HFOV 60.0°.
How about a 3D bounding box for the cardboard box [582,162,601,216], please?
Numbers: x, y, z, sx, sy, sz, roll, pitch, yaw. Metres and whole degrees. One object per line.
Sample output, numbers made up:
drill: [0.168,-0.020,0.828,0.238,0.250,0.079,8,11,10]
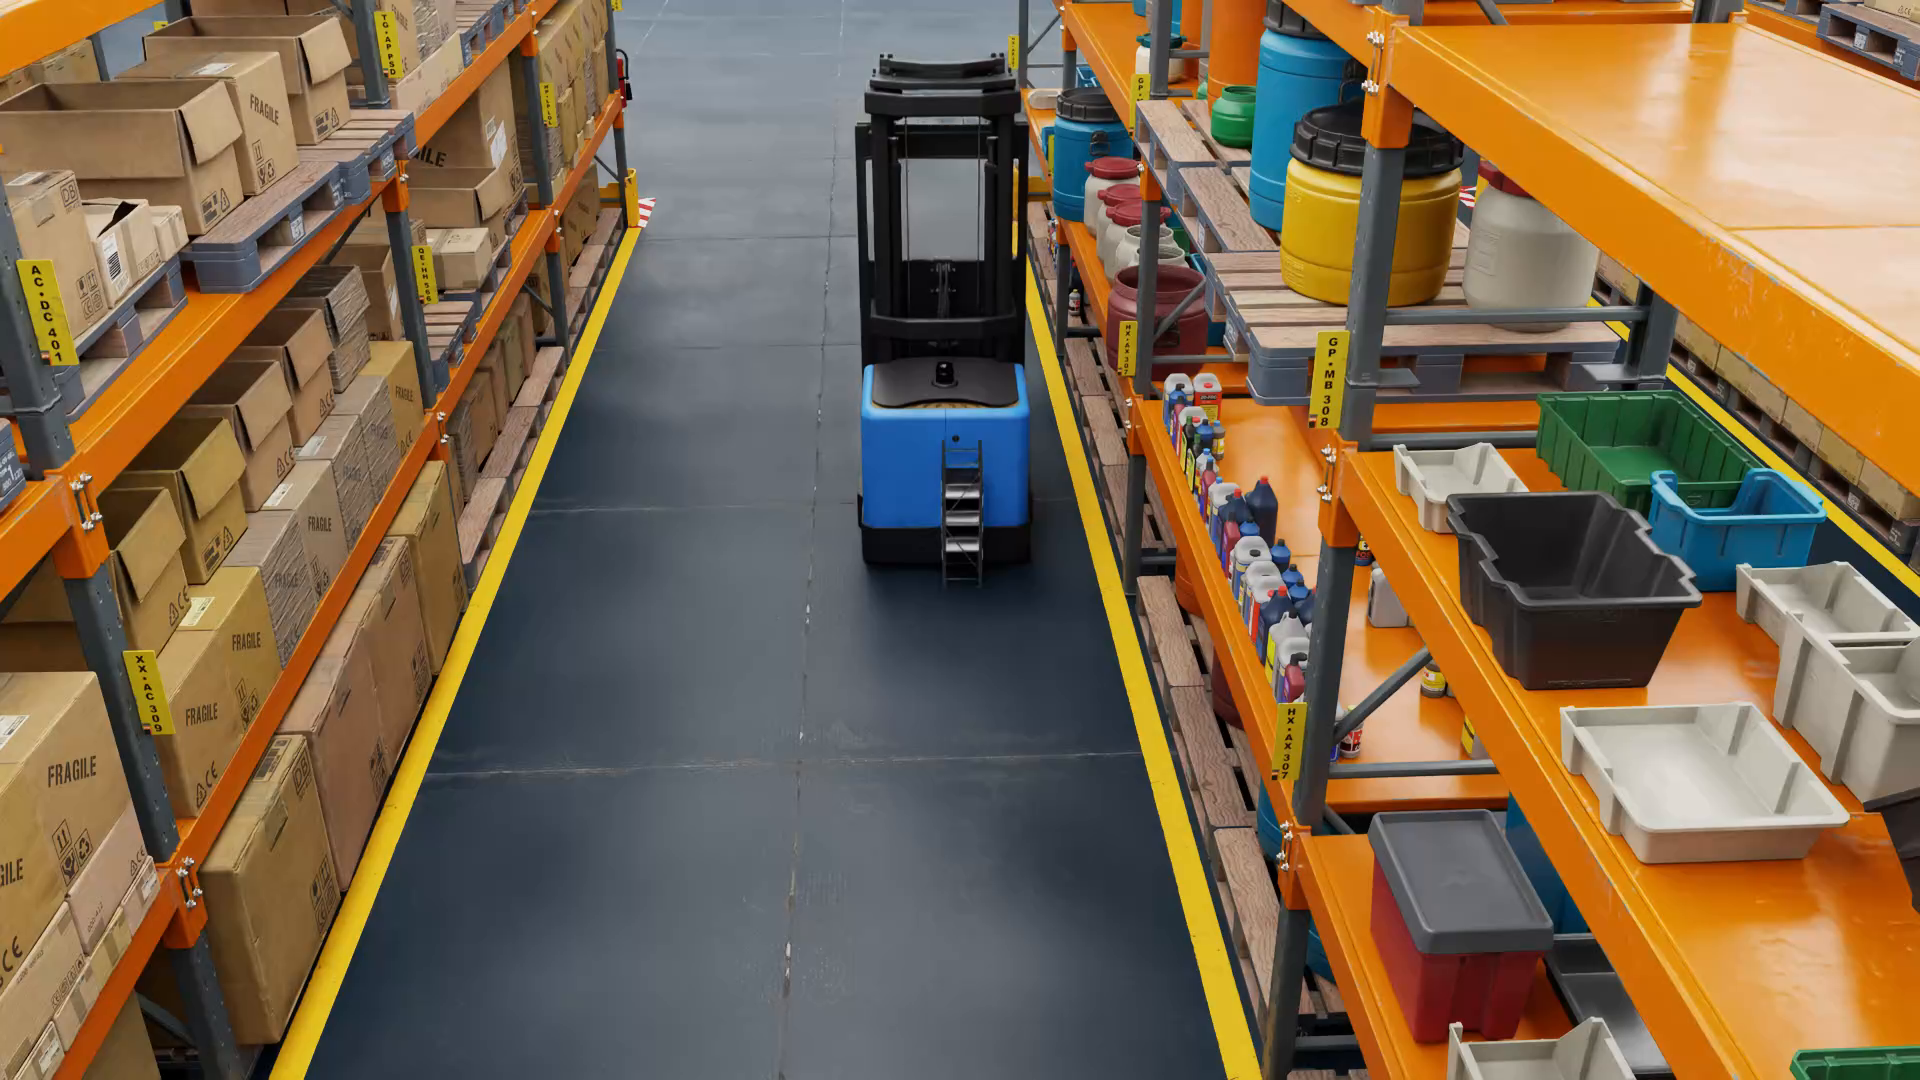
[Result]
cardboard box: [-3.852,-3.390,16.255,0.500,0.500,0.500,4,28,7]

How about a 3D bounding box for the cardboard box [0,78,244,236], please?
cardboard box: [-3.322,-1.526,6.622,0.797,0.503,0.637,-2,28,-3]

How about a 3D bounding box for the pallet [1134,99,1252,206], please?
pallet: [1.438,-1.917,8.142,1.003,0.211,1.213,-1,28,-3]

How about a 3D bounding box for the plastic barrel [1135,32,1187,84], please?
plastic barrel: [1.197,-2.877,9.927,0.301,0.262,0.301,0,28,0]

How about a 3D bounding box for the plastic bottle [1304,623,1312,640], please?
plastic bottle: [1.474,0.423,6.749,0.144,0.351,0.185,-1,28,-3]

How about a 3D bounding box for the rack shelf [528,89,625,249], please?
rack shelf: [-3.763,-3.359,14.724,1.077,0.370,4.000,-1,28,-3]

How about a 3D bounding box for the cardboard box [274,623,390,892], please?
cardboard box: [-3.342,0.989,7.454,1.225,0.875,0.875,-2,28,-4]

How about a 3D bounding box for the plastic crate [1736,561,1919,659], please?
plastic crate: [2.151,0.186,4.191,0.293,0.136,0.466,-1,28,-3]

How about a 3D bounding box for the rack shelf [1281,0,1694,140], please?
rack shelf: [1.601,-2.266,6.575,1.077,0.370,4.000,-1,28,-3]

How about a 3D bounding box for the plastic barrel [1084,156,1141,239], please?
plastic barrel: [1.118,-2.487,12.127,0.433,0.535,0.433,0,28,0]

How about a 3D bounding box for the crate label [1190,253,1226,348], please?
crate label: [1.714,-1.507,10.358,0.502,0.435,0.616,-1,28,-3]

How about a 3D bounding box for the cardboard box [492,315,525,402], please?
cardboard box: [-3.642,-1.336,12.295,0.700,0.500,0.500,-2,28,-3]

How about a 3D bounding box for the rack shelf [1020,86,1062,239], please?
rack shelf: [1.183,-3.478,14.953,1.077,0.370,4.000,-1,28,-3]

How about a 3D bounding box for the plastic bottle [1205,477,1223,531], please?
plastic bottle: [1.235,-0.174,7.979,0.097,0.271,0.097,0,28,0]

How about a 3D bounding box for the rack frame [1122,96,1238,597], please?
rack frame: [1.496,-1.026,9.474,1.000,3.000,0.127,-1,28,-3]

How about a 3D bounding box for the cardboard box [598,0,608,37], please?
cardboard box: [-3.592,-4.973,15.529,0.500,0.500,0.500,-1,28,-3]

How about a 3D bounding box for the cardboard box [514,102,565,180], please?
cardboard box: [-3.621,-3.139,13.096,0.875,0.500,0.500,-1,28,-3]

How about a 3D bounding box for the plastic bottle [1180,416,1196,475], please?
plastic bottle: [1.181,-0.490,8.572,0.061,0.283,0.133,-1,28,-3]

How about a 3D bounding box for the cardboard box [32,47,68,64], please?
cardboard box: [-8.725,-4.649,15.091,0.875,0.550,0.550,-1,28,-3]

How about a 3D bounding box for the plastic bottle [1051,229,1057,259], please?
plastic bottle: [0.880,-2.703,15.163,0.097,0.271,0.097,0,28,0]

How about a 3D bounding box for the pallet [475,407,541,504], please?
pallet: [-3.550,-0.593,11.659,1.003,0.211,1.213,-1,28,-3]

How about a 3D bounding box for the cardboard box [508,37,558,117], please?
cardboard box: [-3.429,-3.587,12.873,0.500,0.500,0.500,-1,28,-3]

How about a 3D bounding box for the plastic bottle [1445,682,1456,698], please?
plastic bottle: [2.042,0.484,6.712,0.152,0.276,0.135,-1,28,-3]

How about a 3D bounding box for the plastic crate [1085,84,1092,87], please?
plastic crate: [1.432,-4.131,15.587,0.499,0.251,0.408,-1,28,-3]

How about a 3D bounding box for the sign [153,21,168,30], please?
sign: [-3.992,-2.454,8.408,0.100,0.325,0.005,-1,28,-3]

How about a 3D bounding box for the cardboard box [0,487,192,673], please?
cardboard box: [-3.283,0.157,6.013,0.797,0.503,0.637,-2,28,-4]

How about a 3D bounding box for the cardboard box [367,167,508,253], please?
cardboard box: [-3.476,-2.188,11.135,0.797,0.503,0.637,1,28,3]

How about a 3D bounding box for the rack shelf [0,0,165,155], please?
rack shelf: [-3.346,-2.147,6.345,1.077,0.370,4.000,-1,28,-3]

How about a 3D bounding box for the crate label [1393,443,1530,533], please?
crate label: [1.442,-0.159,4.853,0.293,0.136,0.466,-1,28,-3]

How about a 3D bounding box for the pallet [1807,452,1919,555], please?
pallet: [6.439,-0.289,11.076,1.003,0.211,1.213,-1,28,-3]

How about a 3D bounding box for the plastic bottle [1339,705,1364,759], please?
plastic bottle: [1.485,0.723,6.334,0.097,0.201,0.097,0,28,0]

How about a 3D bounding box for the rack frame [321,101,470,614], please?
rack frame: [-3.450,-0.907,9.245,1.000,3.000,0.127,-1,28,-3]

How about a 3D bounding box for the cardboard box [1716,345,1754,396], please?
cardboard box: [6.063,-1.291,12.501,0.500,0.250,0.500,-2,28,-4]

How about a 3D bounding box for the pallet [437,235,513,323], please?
pallet: [-3.594,-1.735,11.040,1.003,0.211,1.213,-1,28,-3]

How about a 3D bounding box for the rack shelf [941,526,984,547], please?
rack shelf: [0.013,-0.041,10.122,0.258,0.077,0.200,-1,28,-1]

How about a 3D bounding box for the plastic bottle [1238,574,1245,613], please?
plastic bottle: [1.276,0.218,7.303,0.097,0.201,0.097,0,28,0]

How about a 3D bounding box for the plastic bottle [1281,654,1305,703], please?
plastic bottle: [1.304,0.593,6.496,0.061,0.283,0.133,-1,28,-3]

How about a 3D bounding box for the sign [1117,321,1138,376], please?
sign: [0.947,-1.082,9.404,0.100,0.325,0.005,-1,28,-3]

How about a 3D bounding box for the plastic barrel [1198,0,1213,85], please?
plastic barrel: [1.670,-2.963,9.402,0.600,0.901,0.600,0,28,0]

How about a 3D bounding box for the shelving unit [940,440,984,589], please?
shelving unit: [0.013,-0.150,10.065,0.258,0.900,0.210,-1,28,-1]

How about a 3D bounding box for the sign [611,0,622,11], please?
sign: [-3.313,-5.259,15.995,0.100,0.325,0.005,-1,28,-3]

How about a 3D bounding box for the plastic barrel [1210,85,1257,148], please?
plastic barrel: [1.322,-1.979,7.770,0.294,0.245,0.294,0,28,0]

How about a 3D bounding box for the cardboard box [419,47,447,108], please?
cardboard box: [-3.247,-2.630,9.468,0.500,0.250,0.500,-1,28,-1]

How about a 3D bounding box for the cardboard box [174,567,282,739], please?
cardboard box: [-3.043,0.446,6.544,0.500,0.500,0.500,-1,28,-3]

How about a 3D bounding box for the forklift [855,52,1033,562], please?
forklift: [-0.118,-1.800,11.032,1.130,2.935,3.031,-1,28,-1]

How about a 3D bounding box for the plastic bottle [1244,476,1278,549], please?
plastic bottle: [1.418,-0.148,7.844,0.144,0.351,0.185,-1,28,-3]

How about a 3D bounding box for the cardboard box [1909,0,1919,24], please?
cardboard box: [6.299,-3.308,10.313,0.500,0.250,0.500,-2,28,-4]

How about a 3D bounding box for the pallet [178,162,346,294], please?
pallet: [-3.302,-1.340,7.037,1.003,0.211,1.213,0,28,0]

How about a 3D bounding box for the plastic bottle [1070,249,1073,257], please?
plastic bottle: [0.939,-2.422,14.539,0.144,0.351,0.185,-2,28,-3]

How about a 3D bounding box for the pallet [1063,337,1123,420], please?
pallet: [1.367,-1.275,12.967,1.003,0.211,1.213,-1,28,-3]

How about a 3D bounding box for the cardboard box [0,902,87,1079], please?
cardboard box: [-2.927,1.312,4.832,0.500,0.250,0.500,-1,28,-1]
